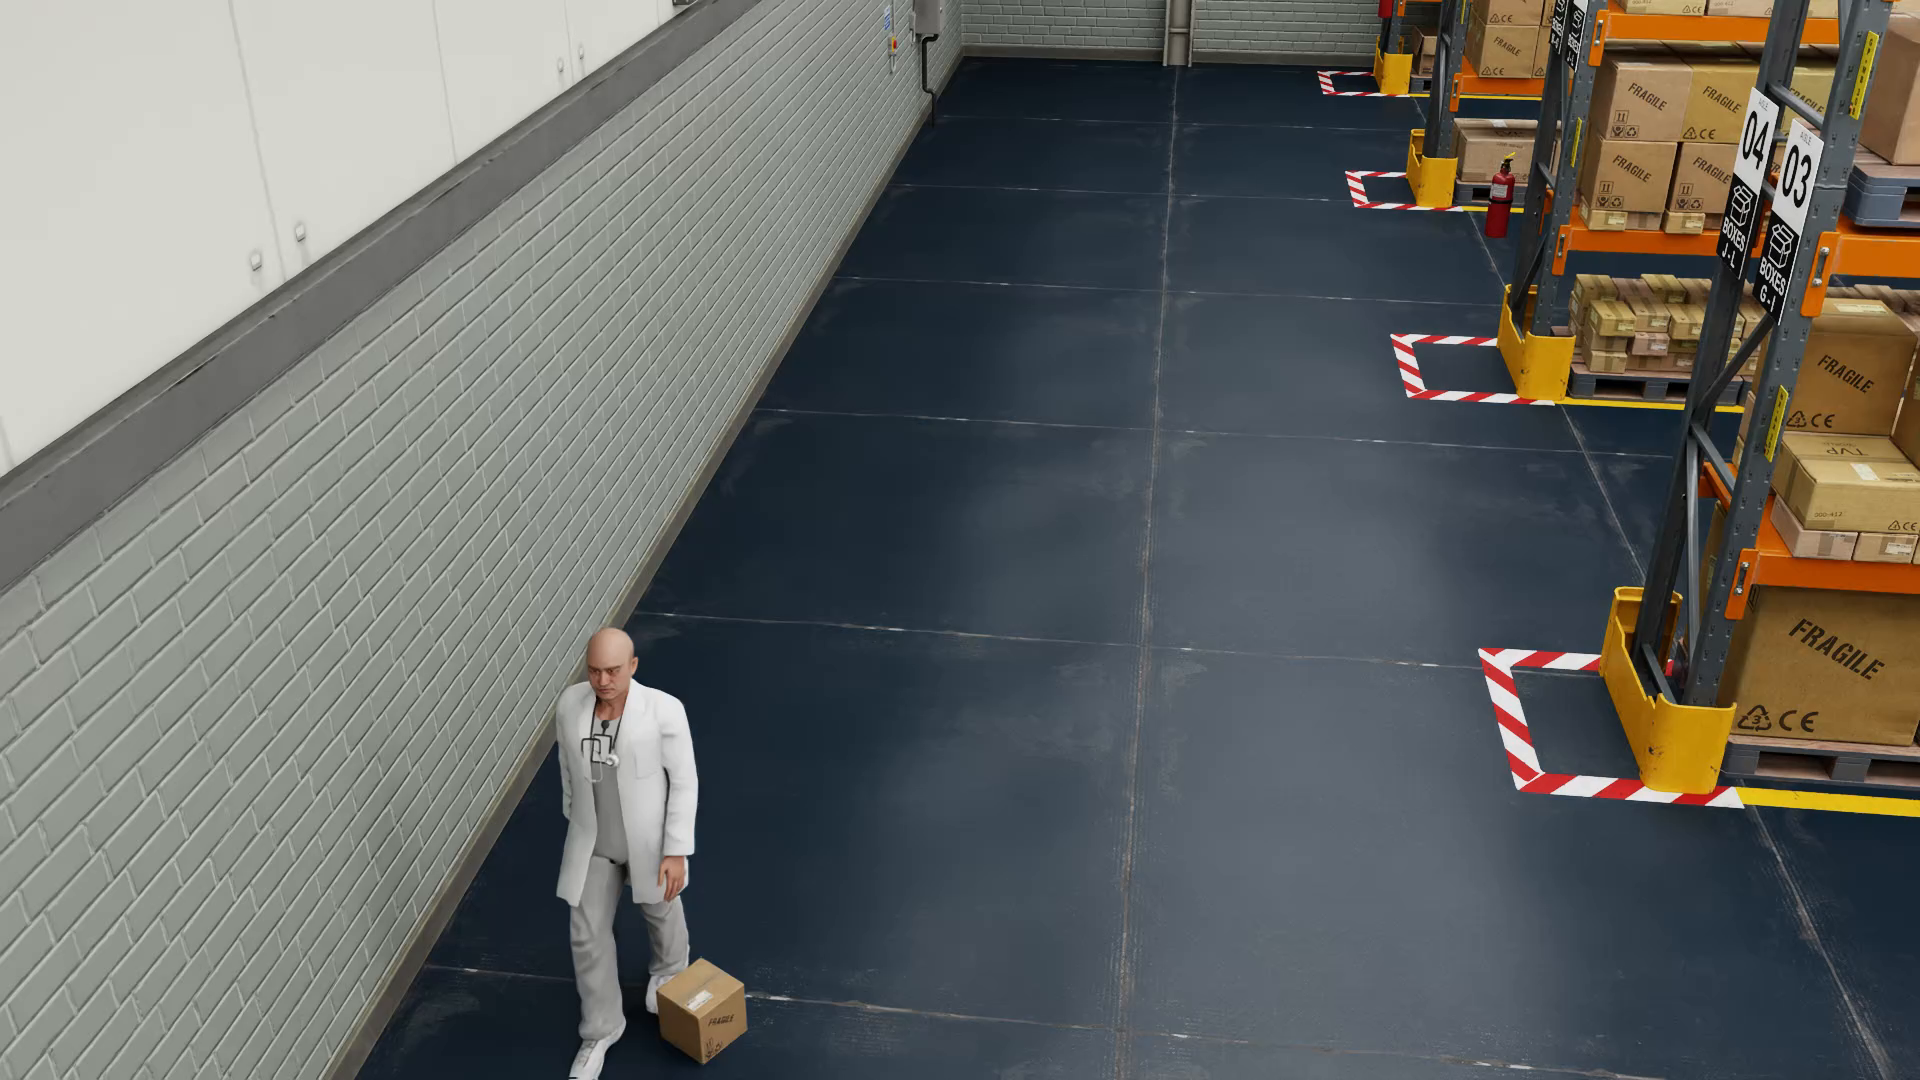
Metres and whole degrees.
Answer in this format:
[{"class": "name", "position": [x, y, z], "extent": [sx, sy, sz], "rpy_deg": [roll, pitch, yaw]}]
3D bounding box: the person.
[{"class": "person", "position": [-1.298, 1.206, 6.377], "extent": [0.604, 1.812, 0.783], "rpy_deg": [4, 28, 7]}]
